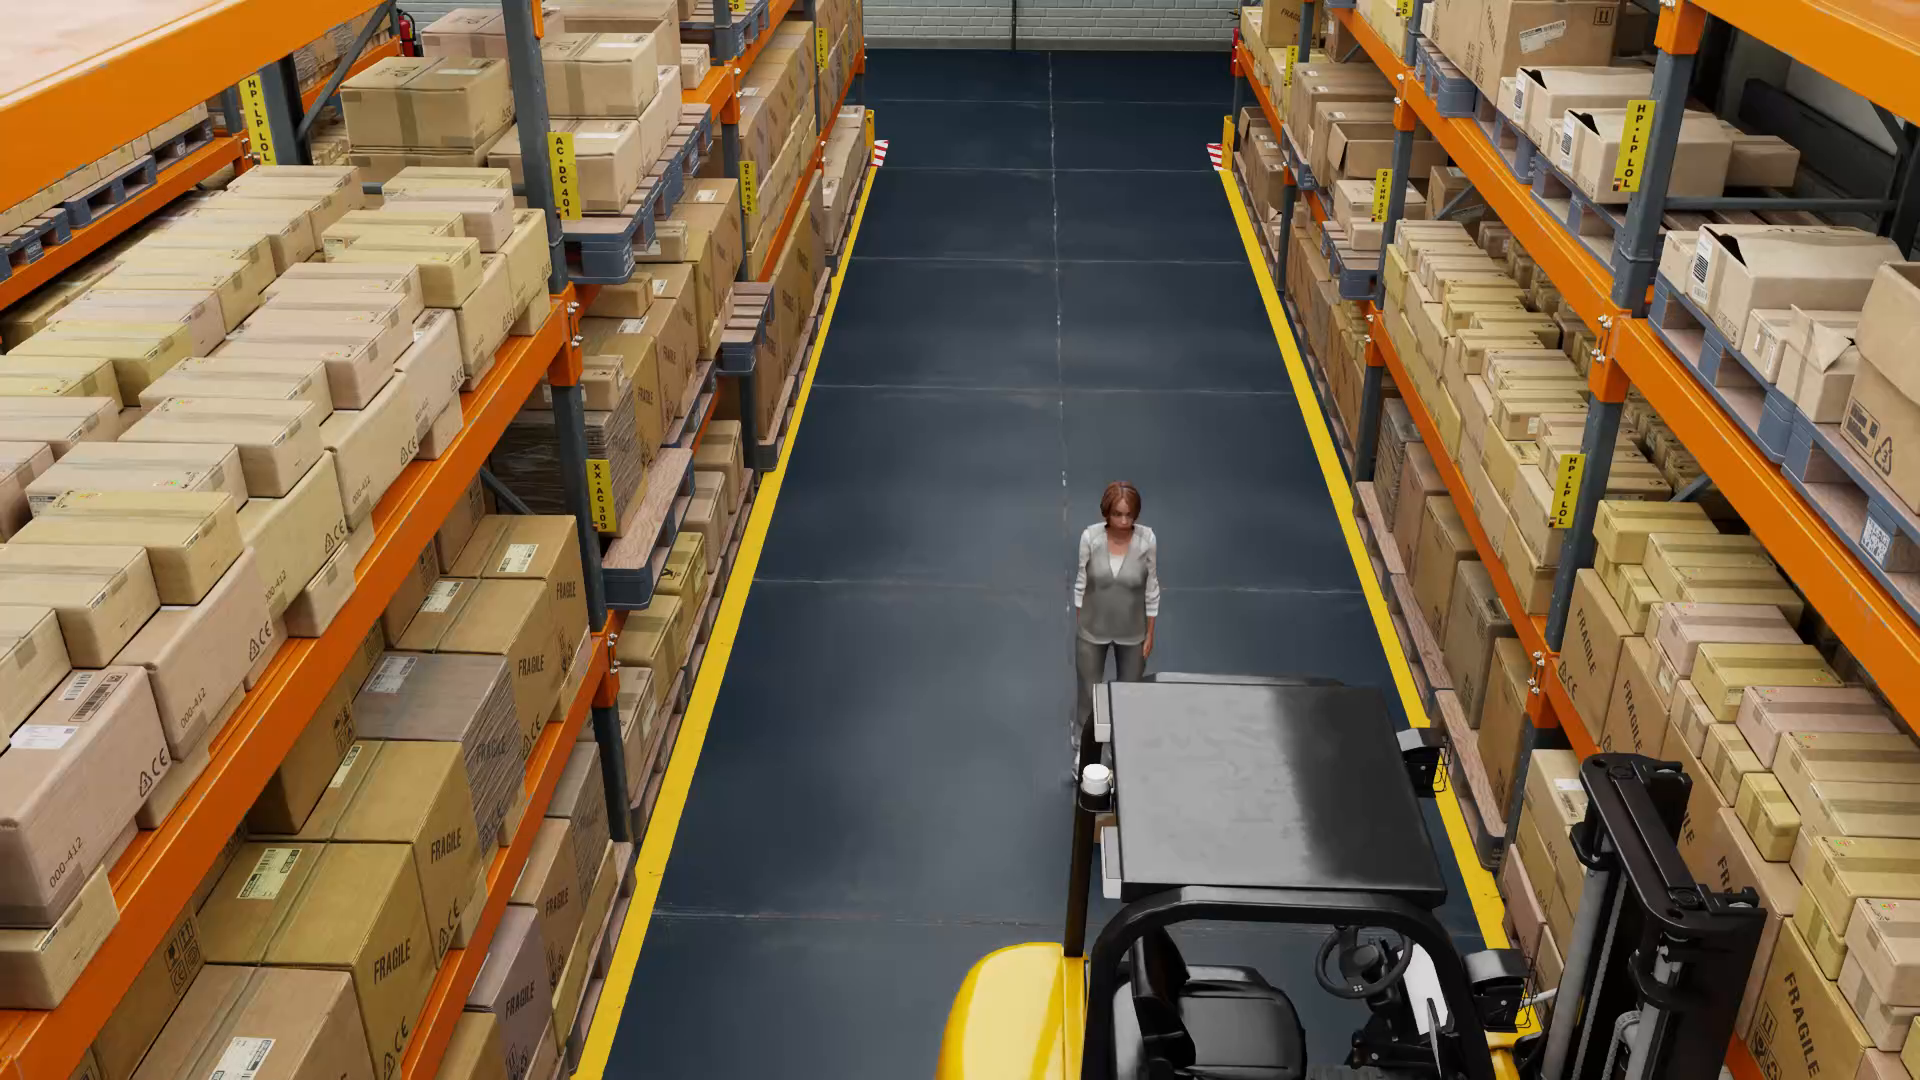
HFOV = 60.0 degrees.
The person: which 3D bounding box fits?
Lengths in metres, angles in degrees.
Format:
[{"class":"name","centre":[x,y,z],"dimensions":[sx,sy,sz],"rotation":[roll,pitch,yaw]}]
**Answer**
[{"class":"person","centre":[0.749,0.453,8.018],"dimensions":[0.404,1.591,0.307],"rotation":[2,28,3]}]
